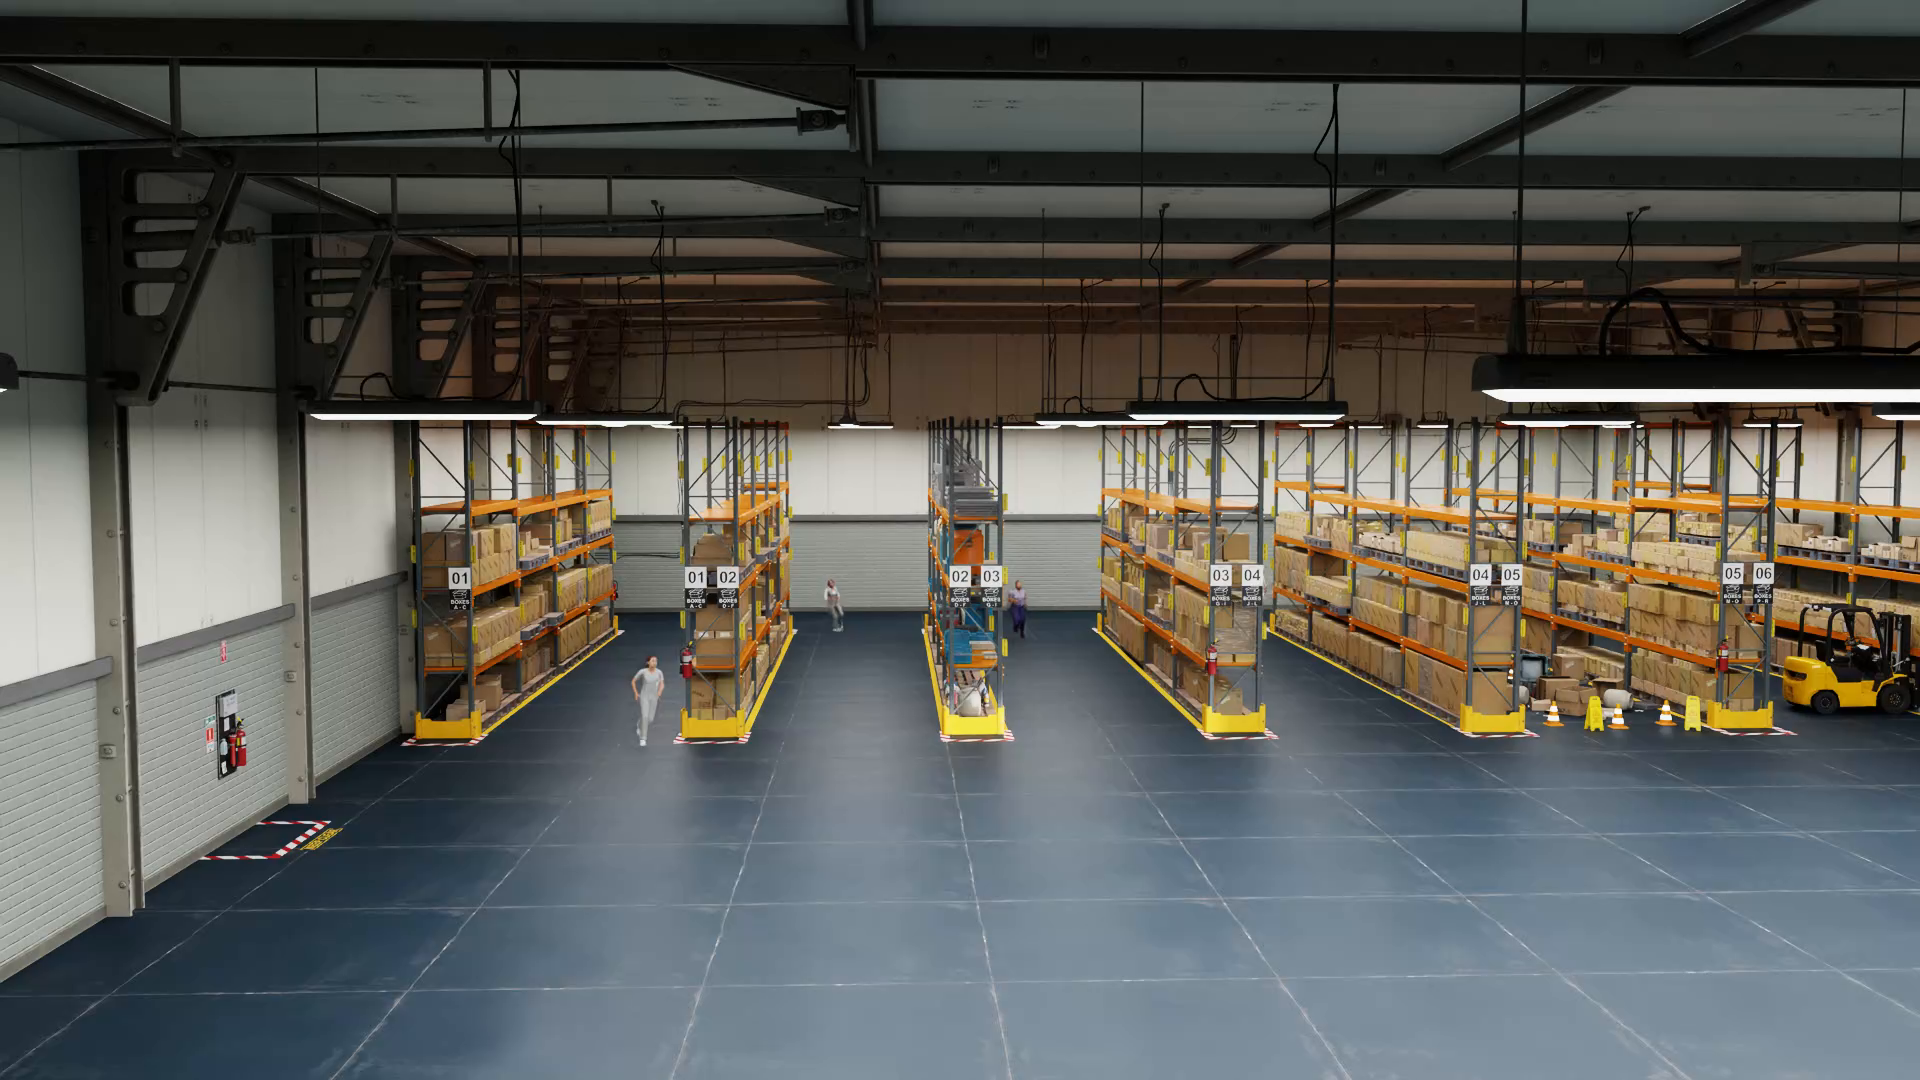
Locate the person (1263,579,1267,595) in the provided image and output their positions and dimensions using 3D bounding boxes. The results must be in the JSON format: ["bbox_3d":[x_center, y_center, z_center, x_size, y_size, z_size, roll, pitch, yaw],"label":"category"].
[{"bbox_3d":[8.682,1.675,48.775,0.714,1.740,0.724,-3,5,-42],"label":"person"}]

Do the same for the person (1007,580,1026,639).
[{"bbox_3d":[1.555,1.871,44.852,0.574,1.574,0.684,-1,4,-13],"label":"person"}]

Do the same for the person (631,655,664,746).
[{"bbox_3d":[-5.748,2.924,30.663,0.604,1.637,0.730,-2,4,-28],"label":"person"}]

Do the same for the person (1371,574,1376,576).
[{"bbox_3d":[11.322,1.870,45.556,0.708,1.856,0.840,0,4,-7],"label":"person"}]

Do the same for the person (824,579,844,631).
[{"bbox_3d":[-3.596,1.867,47.294,0.602,1.504,0.587,-2,4,-27],"label":"person"}]
